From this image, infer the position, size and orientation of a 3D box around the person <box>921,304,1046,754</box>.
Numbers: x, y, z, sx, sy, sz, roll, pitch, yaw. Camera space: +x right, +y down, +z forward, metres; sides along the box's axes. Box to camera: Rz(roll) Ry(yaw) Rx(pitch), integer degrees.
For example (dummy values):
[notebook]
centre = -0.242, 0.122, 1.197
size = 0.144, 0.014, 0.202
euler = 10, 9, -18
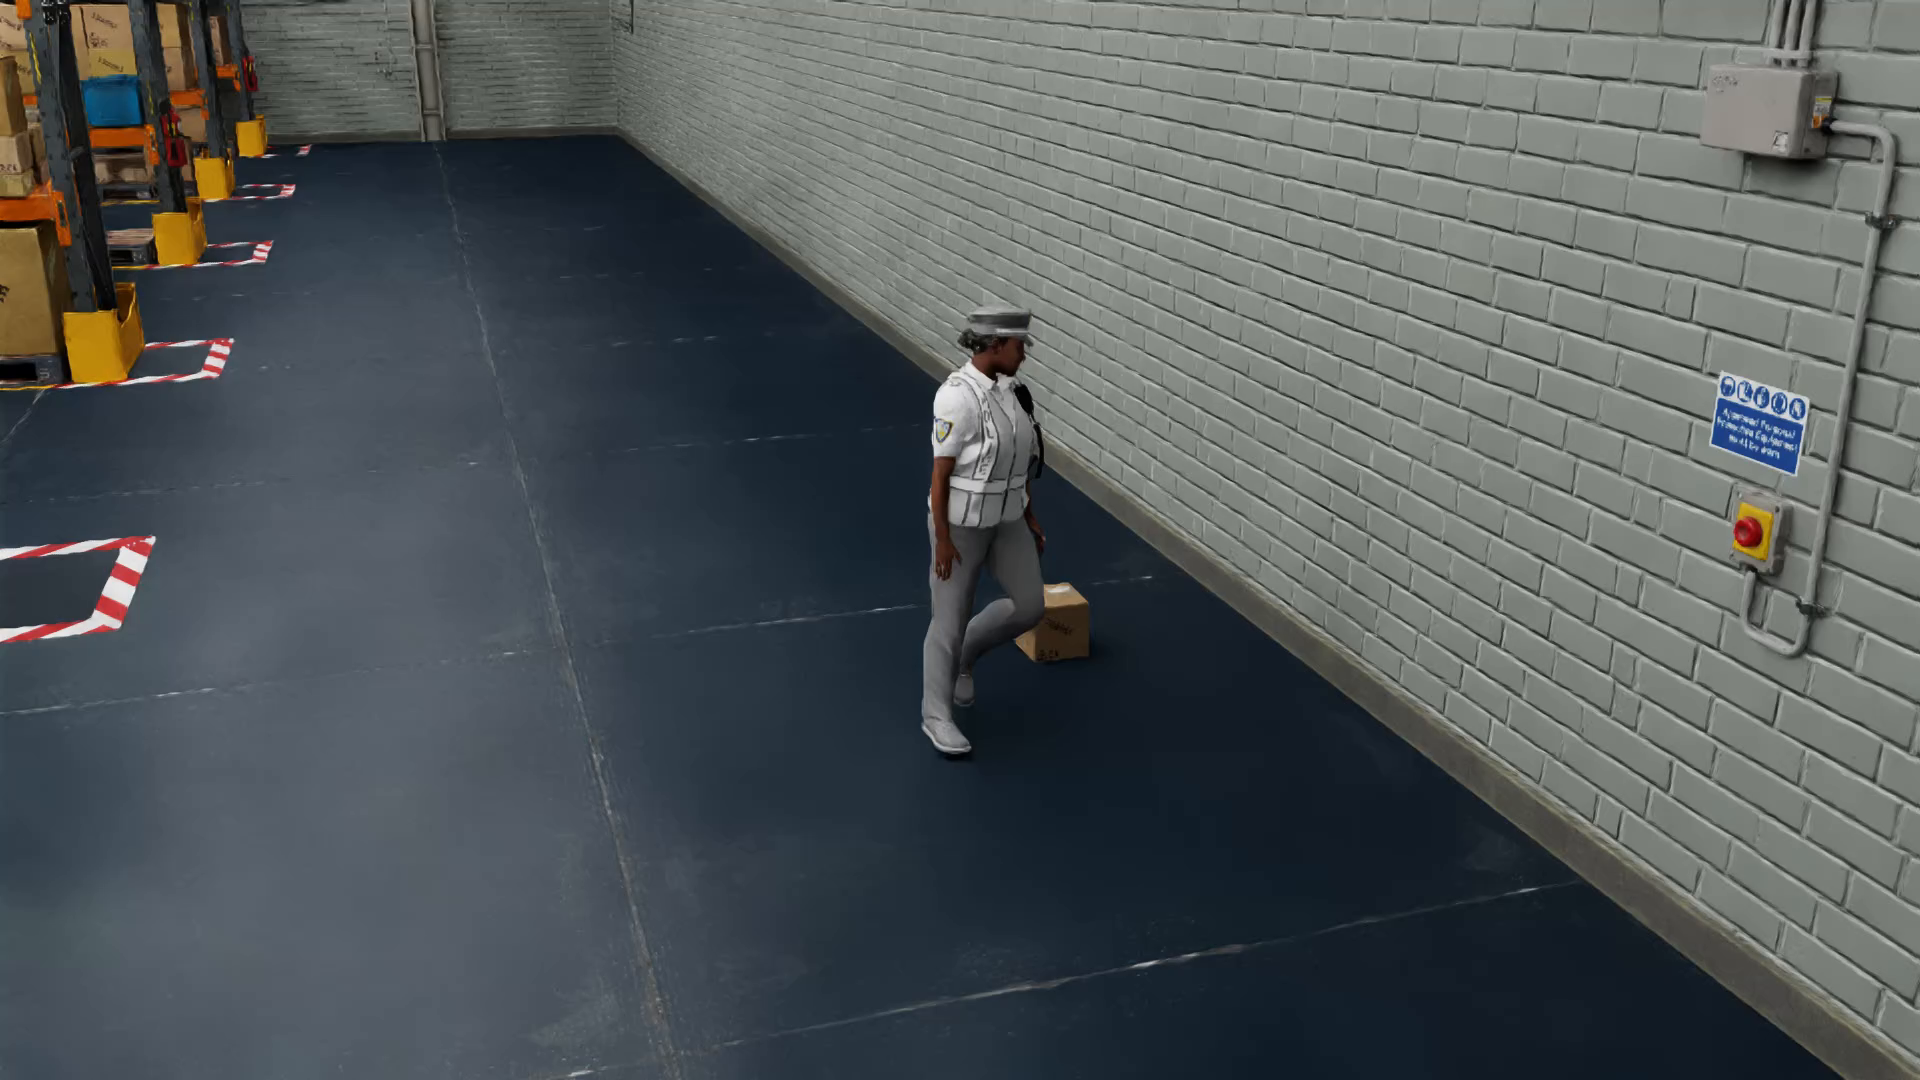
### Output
[person]
centre = 0.047, -0.065, 6.228
size = 0.463, 1.646, 0.564
euler = 18, 26, 42
